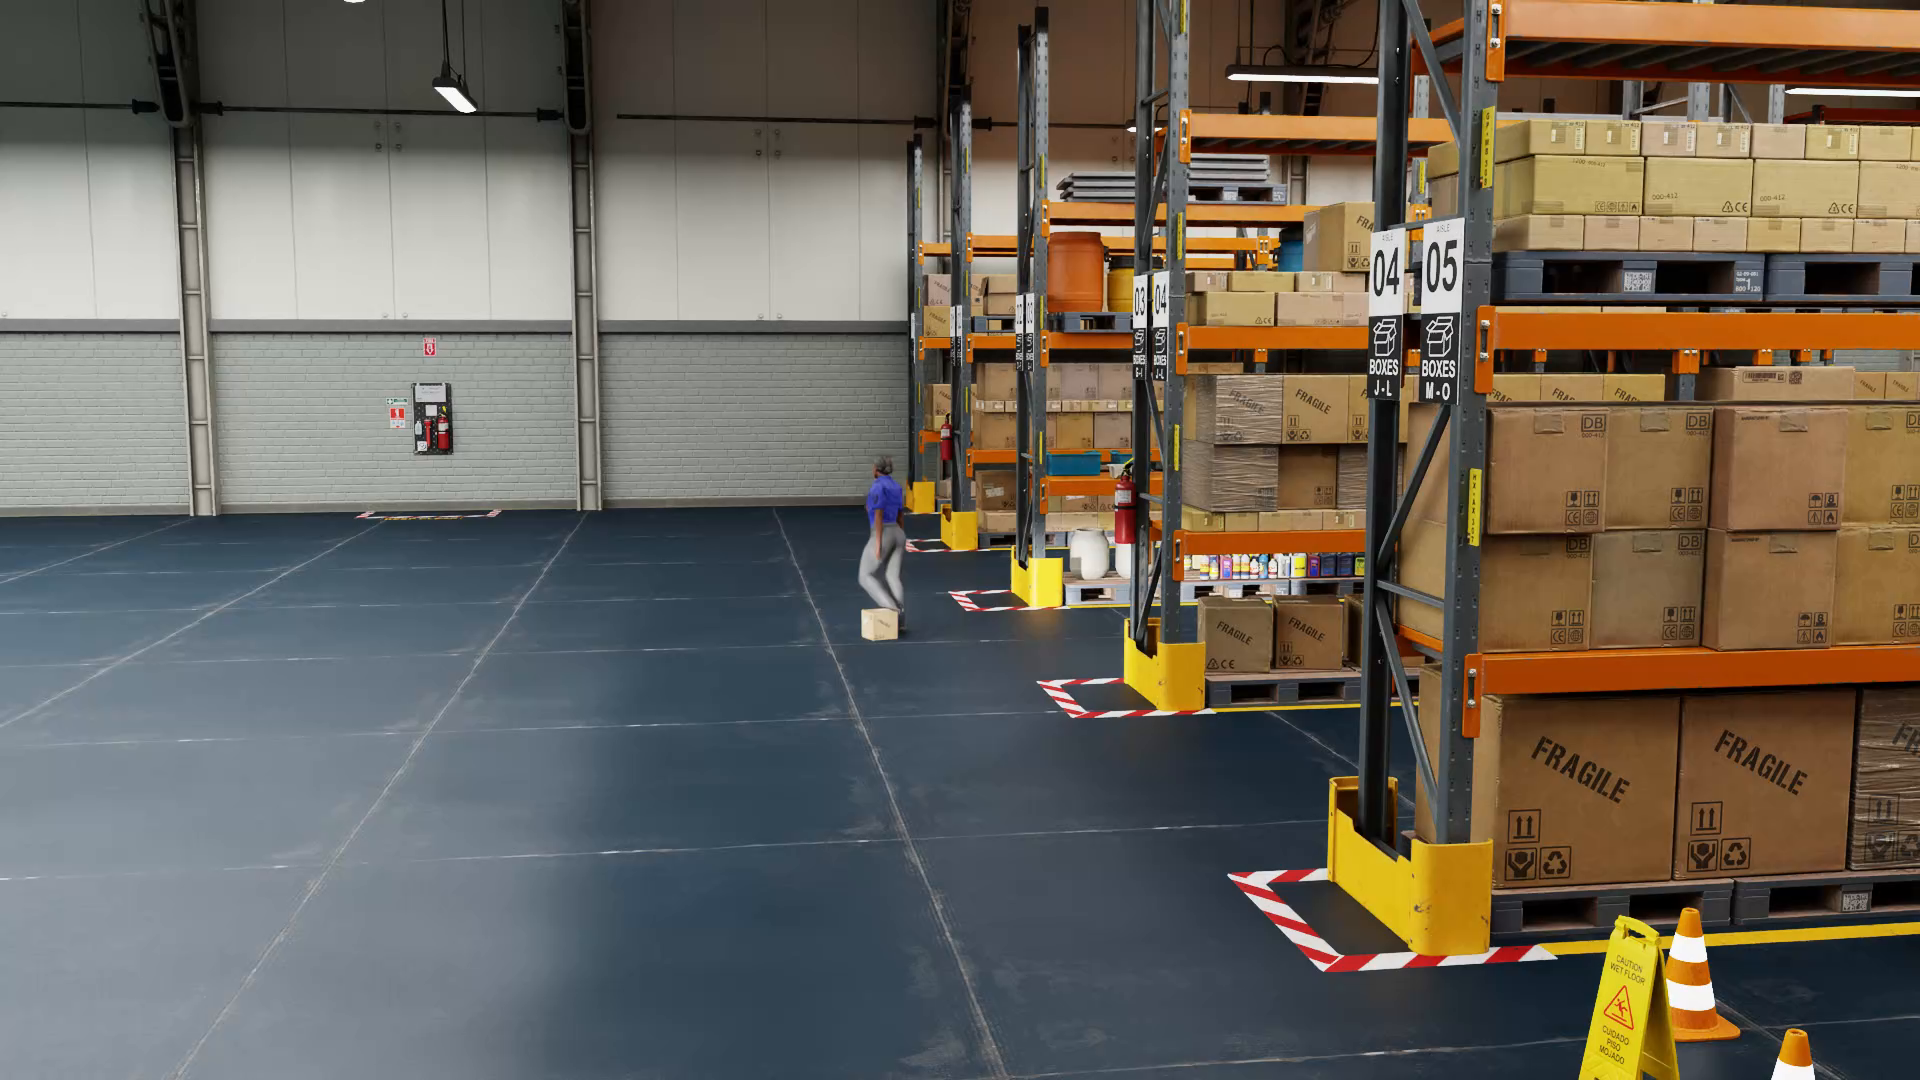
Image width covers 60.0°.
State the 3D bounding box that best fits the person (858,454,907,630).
[{"bbox_3d":[-0.680,0.023,15.562,0.454,1.646,0.502,5,8,37],"label":"person"}]
